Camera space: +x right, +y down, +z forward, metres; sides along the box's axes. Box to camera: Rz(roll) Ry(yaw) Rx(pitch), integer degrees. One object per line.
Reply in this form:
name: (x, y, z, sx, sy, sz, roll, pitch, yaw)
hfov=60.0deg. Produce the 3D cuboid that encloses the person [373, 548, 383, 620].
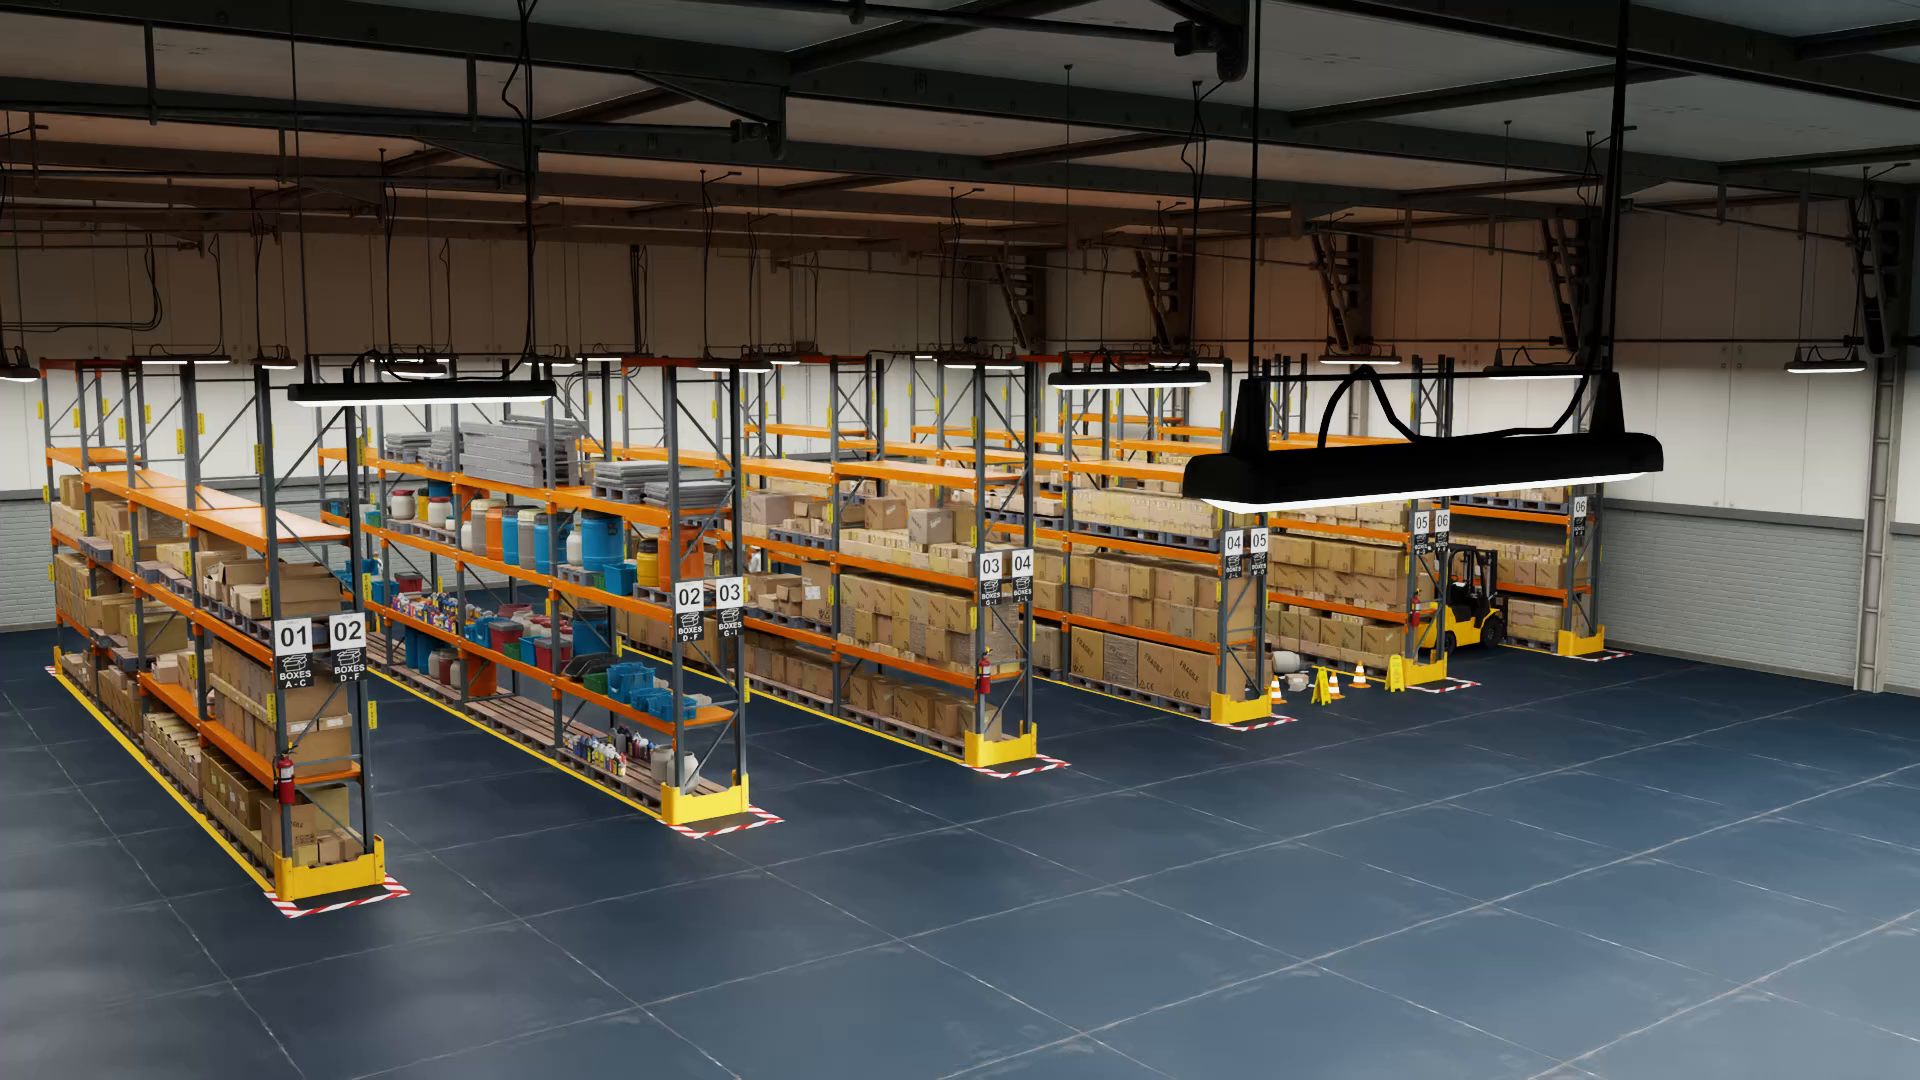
person: (-13.311, 0.974, 37.765, 0.436, 1.633, 0.863, -6, 9, -39)

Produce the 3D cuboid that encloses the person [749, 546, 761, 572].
person: (-4.567, 0.916, 37.791, 0.458, 1.775, 0.571, 3, 8, 26)
